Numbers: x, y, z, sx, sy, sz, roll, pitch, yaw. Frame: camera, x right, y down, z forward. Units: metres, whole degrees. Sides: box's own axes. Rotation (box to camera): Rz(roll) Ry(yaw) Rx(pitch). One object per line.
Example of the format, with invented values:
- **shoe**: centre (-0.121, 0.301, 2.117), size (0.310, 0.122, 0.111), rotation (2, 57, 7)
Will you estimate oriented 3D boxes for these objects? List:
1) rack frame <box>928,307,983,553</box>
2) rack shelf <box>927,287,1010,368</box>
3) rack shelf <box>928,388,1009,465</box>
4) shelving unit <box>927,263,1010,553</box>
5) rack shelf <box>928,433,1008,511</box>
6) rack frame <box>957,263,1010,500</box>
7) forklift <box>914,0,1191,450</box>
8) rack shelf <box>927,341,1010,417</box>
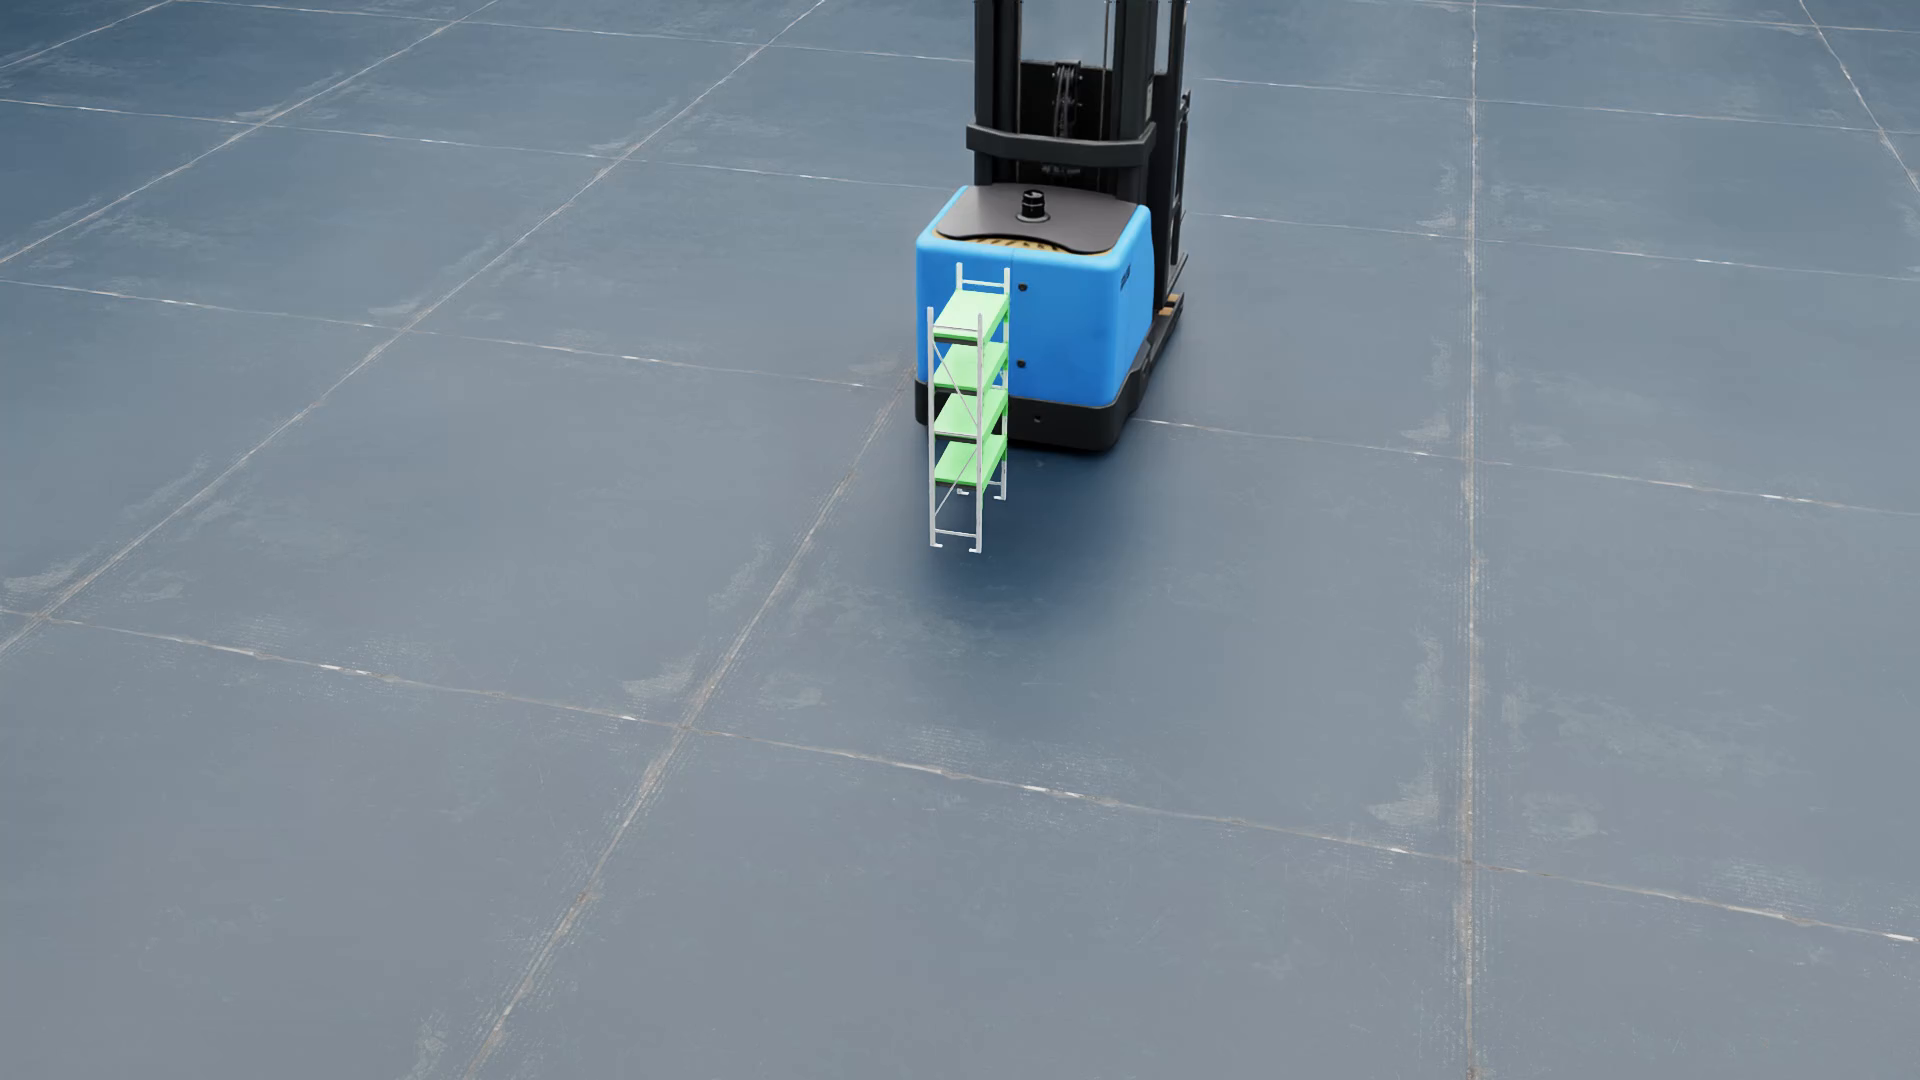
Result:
- **rack frame**: centre (-0.020, -0.466, 7.364), size (0.240, 1.200, 0.015), rotation (8, 33, 12)
- **rack shelf**: centre (0.042, -0.943, 7.340), size (0.258, 0.148, 0.480), rotation (8, 33, 12)
- **rack shelf**: centre (0.042, -0.538, 7.597), size (0.258, 0.148, 0.480), rotation (8, 33, 12)
- **shelving unit**: centre (0.042, -0.592, 7.563), size (0.258, 1.200, 0.503), rotation (8, 33, 12)
- **rack shelf**: centre (0.042, -0.336, 7.726), size (0.258, 0.148, 0.480), rotation (8, 33, 12)
- **rack frame**: centre (0.104, -0.719, 7.762), size (0.240, 1.200, 0.015), rotation (8, 33, 12)
- **forklift**: centre (0.684, -2.470, 8.903), size (1.130, 2.935, 3.031), rotation (9, 34, 14)
- **rack shelf**: centre (0.042, -0.741, 7.469), size (0.258, 0.148, 0.480), rotation (8, 33, 12)
